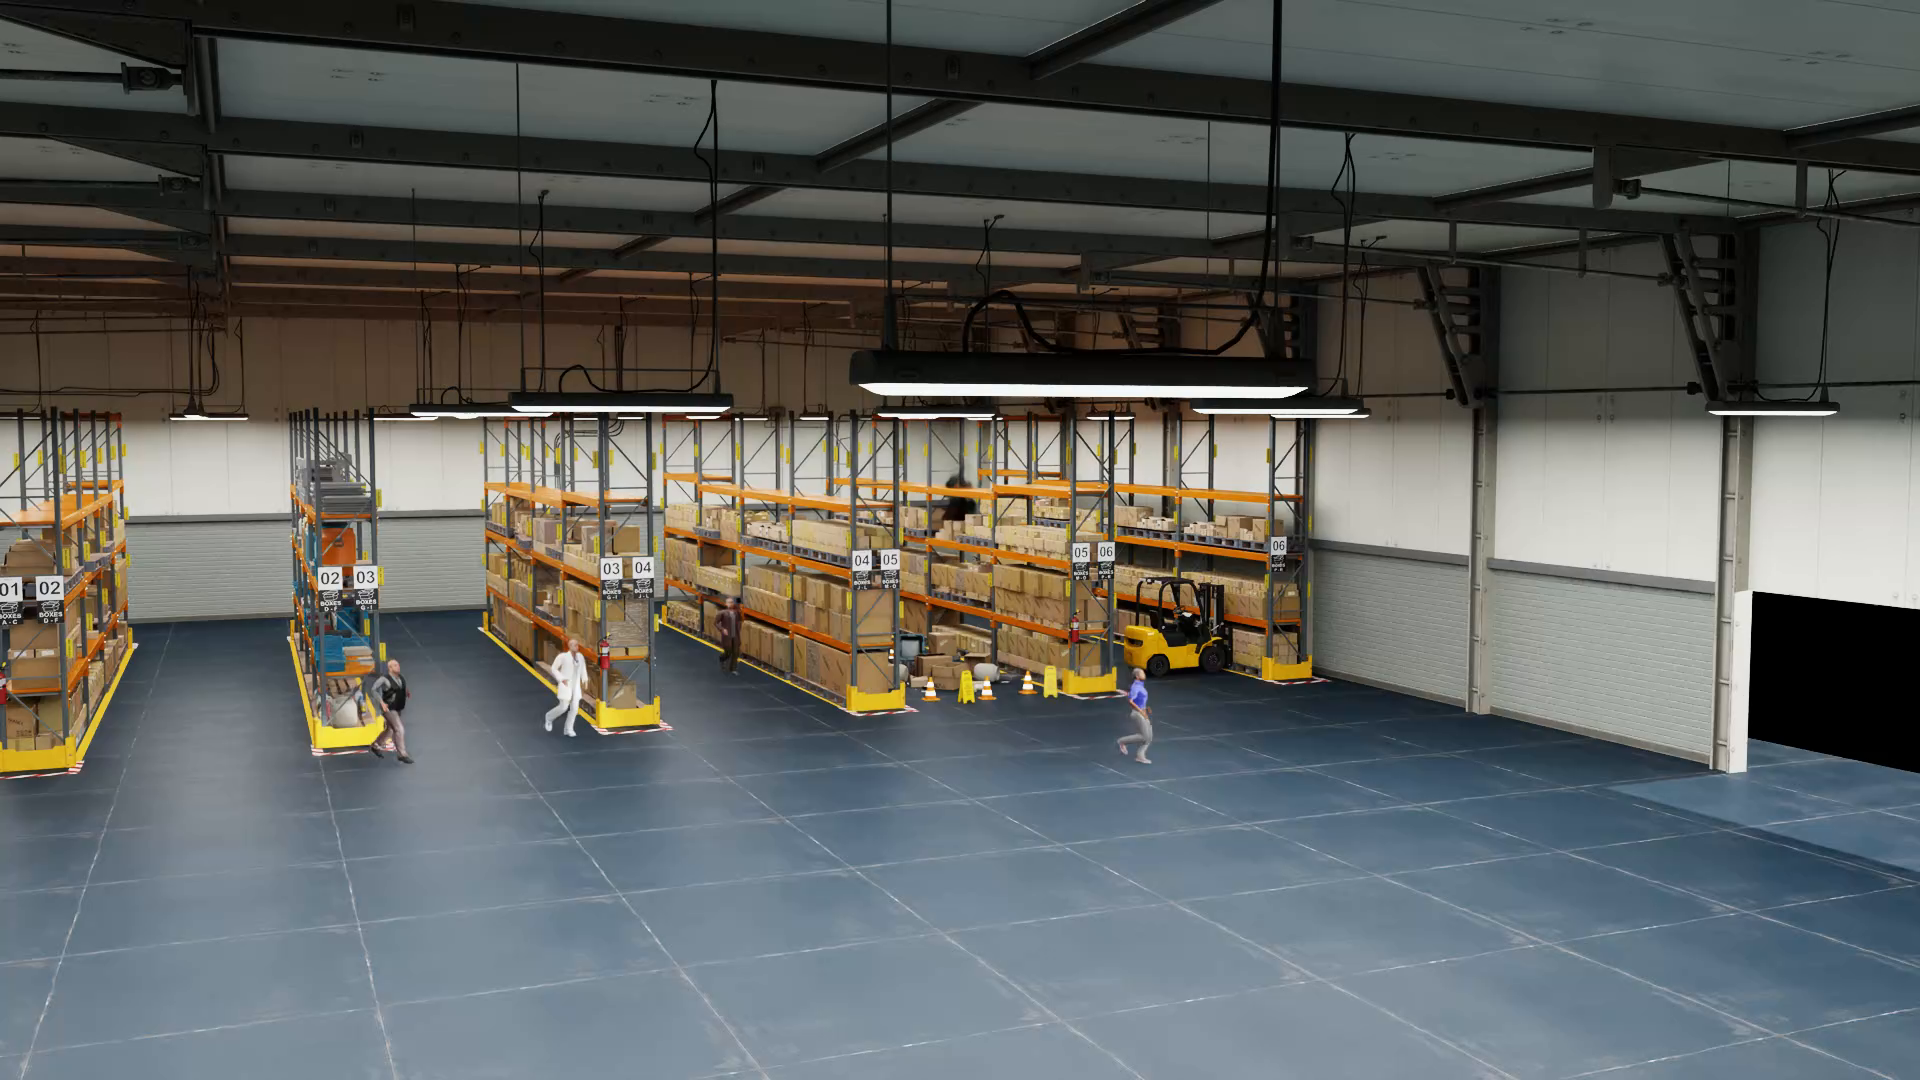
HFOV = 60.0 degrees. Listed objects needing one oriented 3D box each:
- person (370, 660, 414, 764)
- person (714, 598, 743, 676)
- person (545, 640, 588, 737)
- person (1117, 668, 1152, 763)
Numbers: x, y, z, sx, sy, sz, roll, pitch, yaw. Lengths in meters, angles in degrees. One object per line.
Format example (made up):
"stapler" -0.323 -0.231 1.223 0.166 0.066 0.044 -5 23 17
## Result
"person" -9.562 2.869 27.990 0.908 1.723 0.653 1 4 17
"person" -5.239 2.193 37.862 0.726 1.745 0.865 -3 5 -33
"person" -7.192 2.705 30.709 0.832 1.736 0.764 4 5 42
"person" 2.960 2.963 28.105 0.582 1.624 0.585 1 4 12
